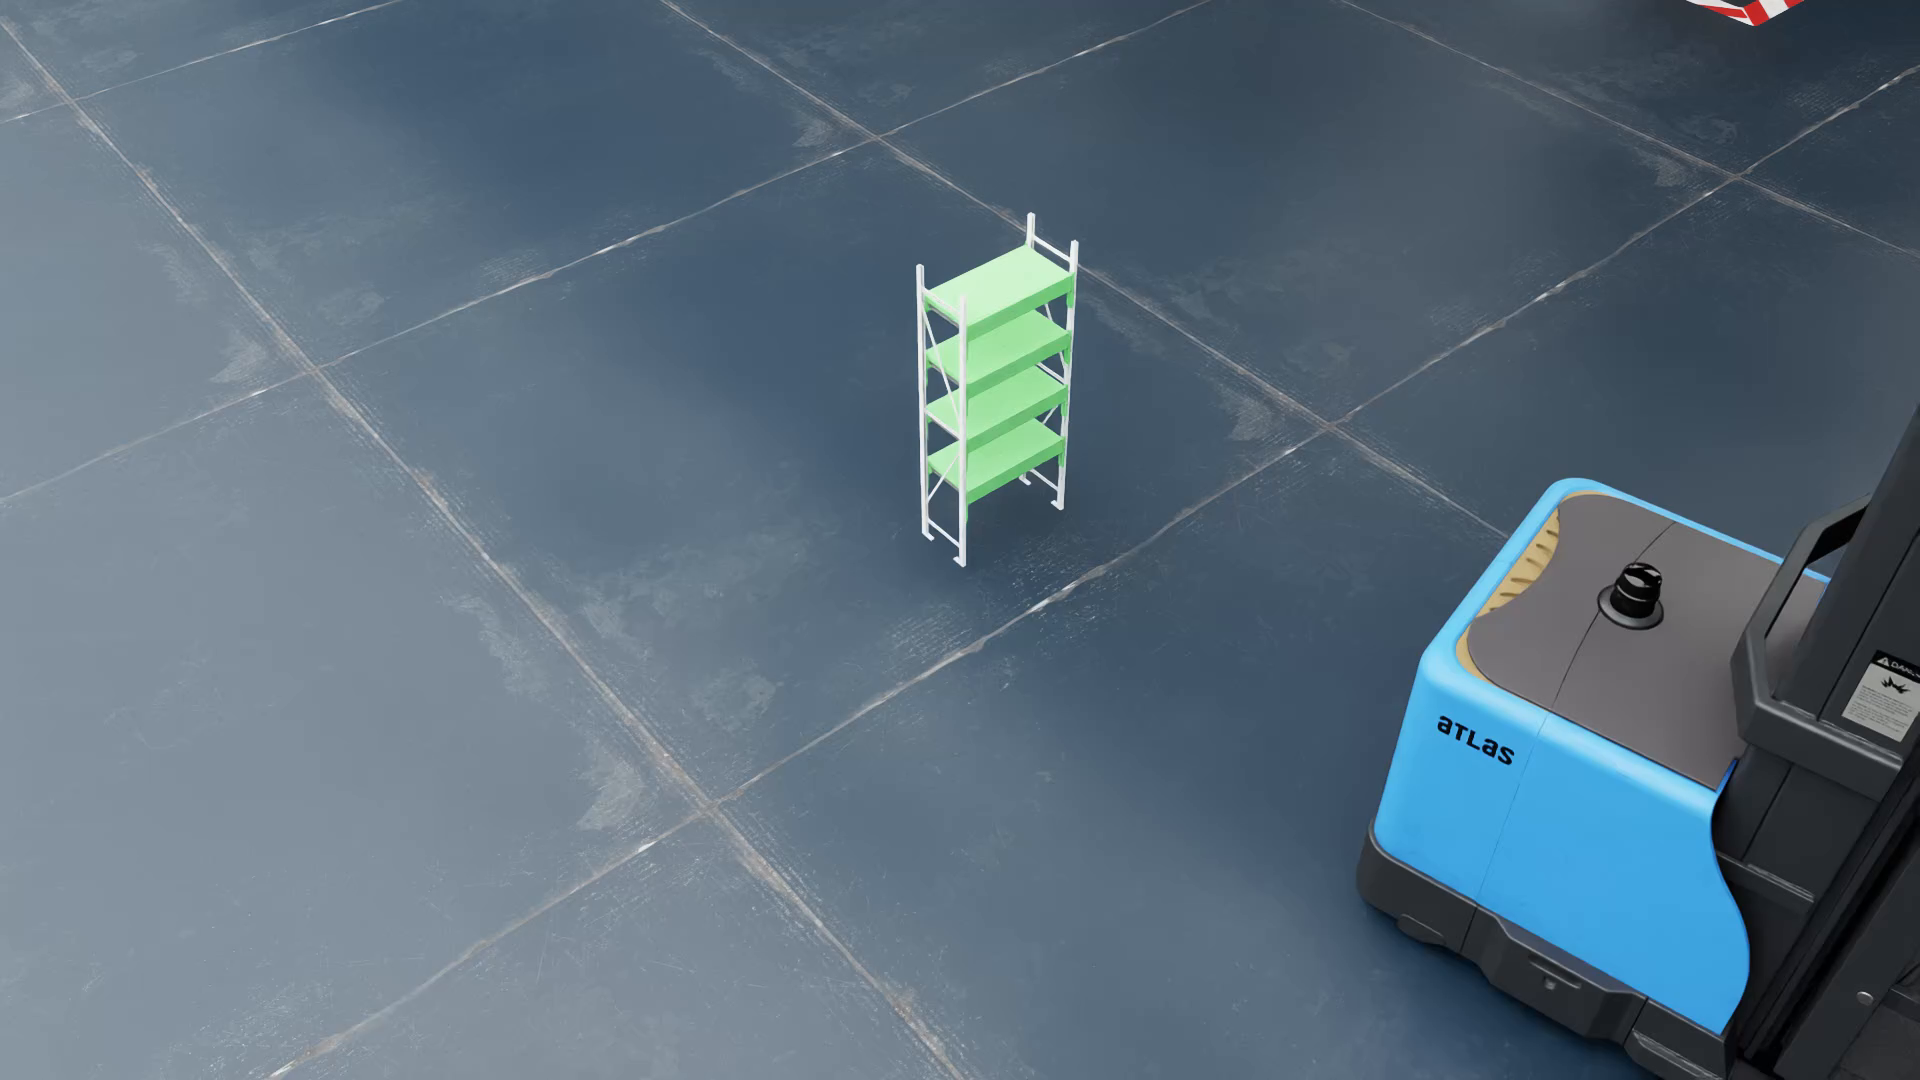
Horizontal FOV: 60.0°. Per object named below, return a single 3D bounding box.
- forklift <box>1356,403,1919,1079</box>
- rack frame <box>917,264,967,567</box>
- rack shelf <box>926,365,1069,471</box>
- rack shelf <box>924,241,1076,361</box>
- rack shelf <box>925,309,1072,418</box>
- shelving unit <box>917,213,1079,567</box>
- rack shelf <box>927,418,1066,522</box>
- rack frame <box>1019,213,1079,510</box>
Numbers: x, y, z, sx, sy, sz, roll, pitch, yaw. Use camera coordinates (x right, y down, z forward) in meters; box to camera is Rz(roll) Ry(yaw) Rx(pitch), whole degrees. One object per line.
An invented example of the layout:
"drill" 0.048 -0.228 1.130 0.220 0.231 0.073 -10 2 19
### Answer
"forklift" 2.680 0.379 3.706 3.031 2.935 1.130 27 50 26
"rack frame" -0.060 -0.403 5.803 0.015 1.200 0.240 -30 51 -28
"rack shelf" 0.127 -0.463 5.960 0.480 0.148 0.258 -30 51 -28
"rack shelf" 0.127 -0.813 5.632 0.480 0.148 0.258 -30 51 -28
"rack shelf" 0.127 -0.638 5.796 0.480 0.148 0.258 -30 51 -28
"shelving unit" 0.127 -0.510 5.917 0.503 1.200 0.258 -30 51 -28
"rack shelf" 0.127 -0.289 6.125 0.480 0.148 0.258 -30 51 -28
"rack frame" 0.314 -0.617 6.031 0.015 1.200 0.240 -30 51 -28
